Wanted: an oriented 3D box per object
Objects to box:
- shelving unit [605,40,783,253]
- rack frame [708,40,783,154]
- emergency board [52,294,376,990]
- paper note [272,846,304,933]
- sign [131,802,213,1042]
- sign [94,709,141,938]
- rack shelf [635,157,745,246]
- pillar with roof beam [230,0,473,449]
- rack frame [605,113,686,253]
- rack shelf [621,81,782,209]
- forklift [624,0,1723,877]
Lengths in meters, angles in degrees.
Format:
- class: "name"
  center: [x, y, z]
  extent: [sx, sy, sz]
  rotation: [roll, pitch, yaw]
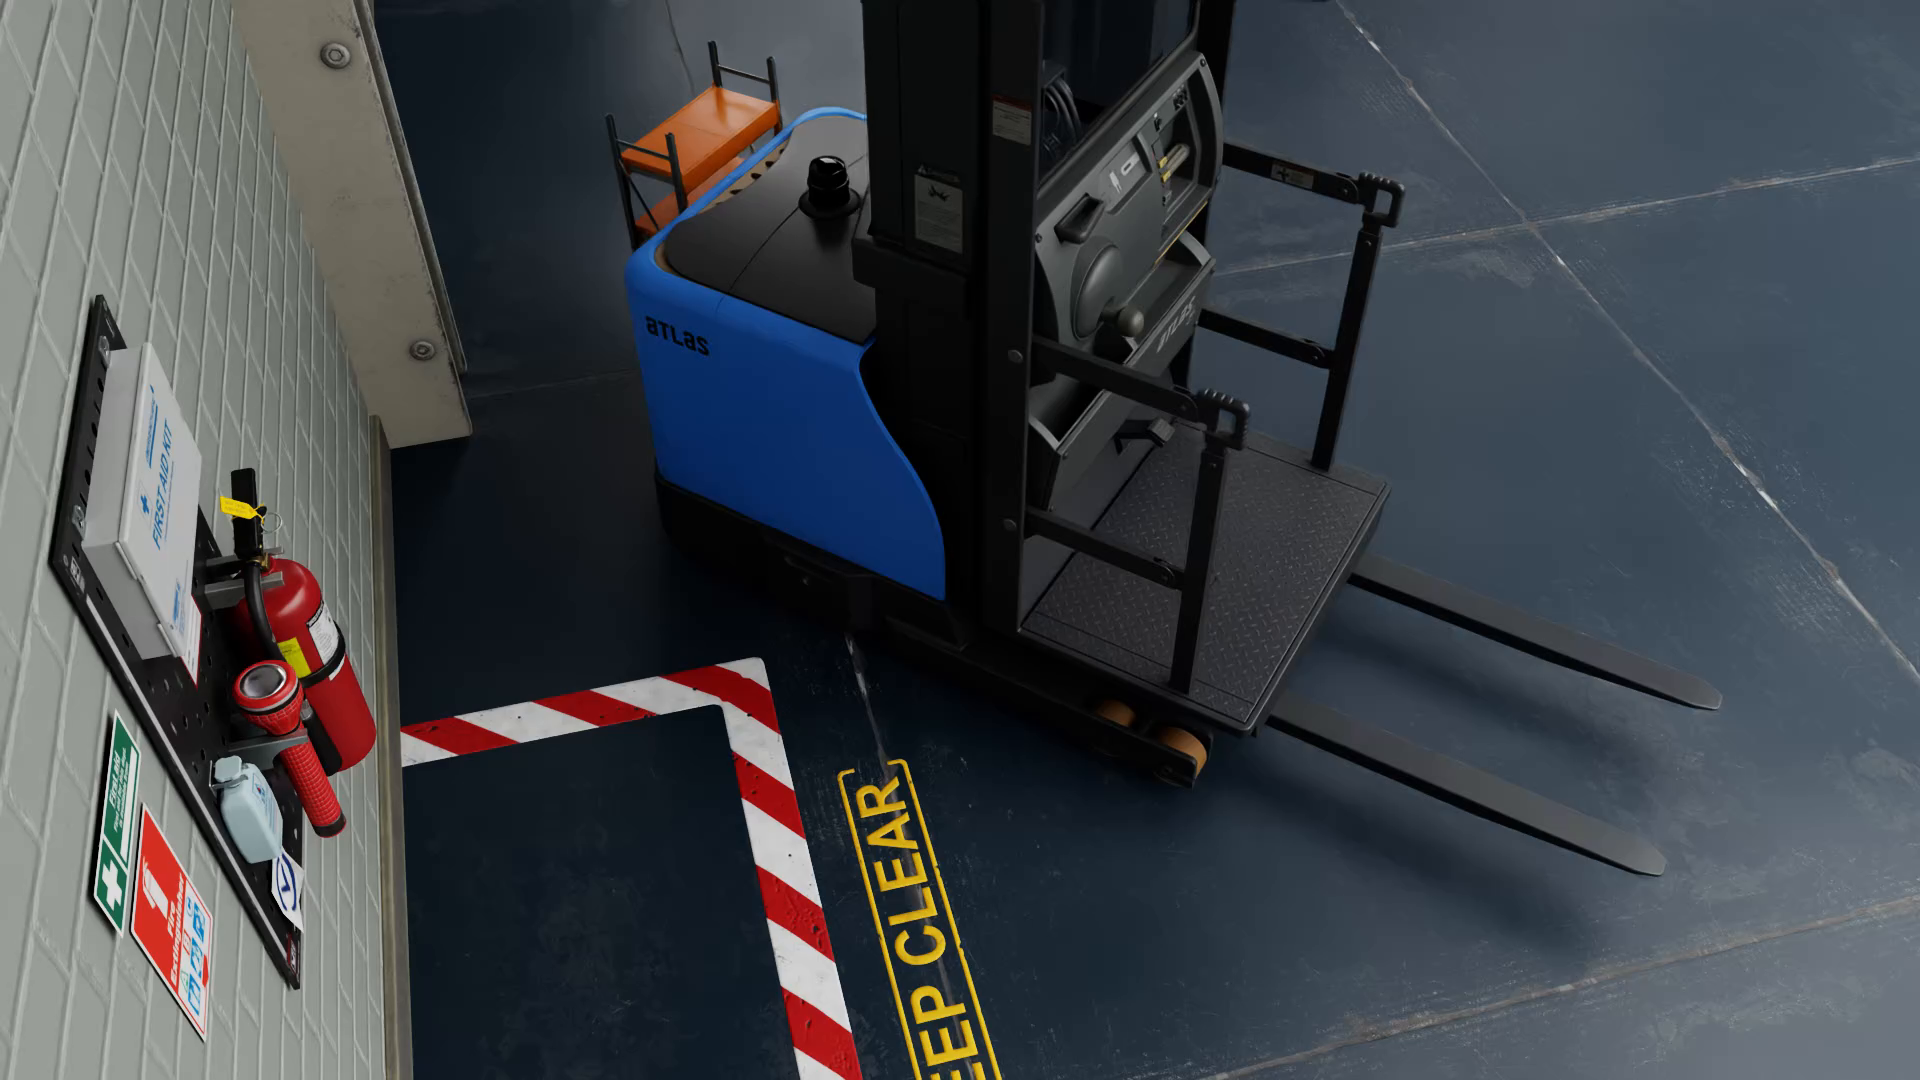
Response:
- class: "shelving unit"
  center: [-0.765, -0.900, 5.285]
  extent: [0.258, 1.200, 0.503]
  rotation: [22, 49, 23]
- class: "rack frame"
  center: [-0.640, -1.050, 5.431]
  extent: [0.240, 1.200, 0.015]
  rotation: [22, 49, 23]
- class: "emergency board"
  center: [-1.245, 0.200, 2.953]
  extent: [0.194, 1.169, 0.643]
  rotation: [-11, 47, -10]
- class: "paper note"
  center: [-1.266, 0.643, 3.136]
  extent: [0.016, 0.148, 0.142]
  rotation: [-11, 47, -10]
- class: "sign"
  center: [-1.203, 0.588, 2.548]
  extent: [0.001, 0.329, 0.234]
  rotation: [-11, 47, -10]
- class: "sign"
  center: [-1.195, 0.398, 2.364]
  extent: [0.001, 0.109, 0.331]
  rotation: [-11, 47, -10]
- class: "rack shelf"
  center: [-0.771, -1.012, 5.175]
  extent: [0.258, 0.148, 0.480]
  rotation: [22, 49, 23]
- class: "pillar with roof beam"
  center: [2.321, -4.400, 3.261]
  extent: [9.100, 9.000, 0.400]
  rotation: [-11, 47, -10]
- class: "rack frame"
  center: [-0.891, -0.751, 5.138]
  extent: [0.240, 1.200, 0.015]
  rotation: [22, 49, 23]
- class: "rack shelf"
  center: [-0.779, -1.181, 5.010]
  extent: [0.258, 0.148, 0.480]
  rotation: [22, 49, 23]
- class: "forklift"
  center: [0.601, -0.787, 3.970]
  extent: [3.031, 2.935, 1.130]
  rotation: [23, 50, 21]
